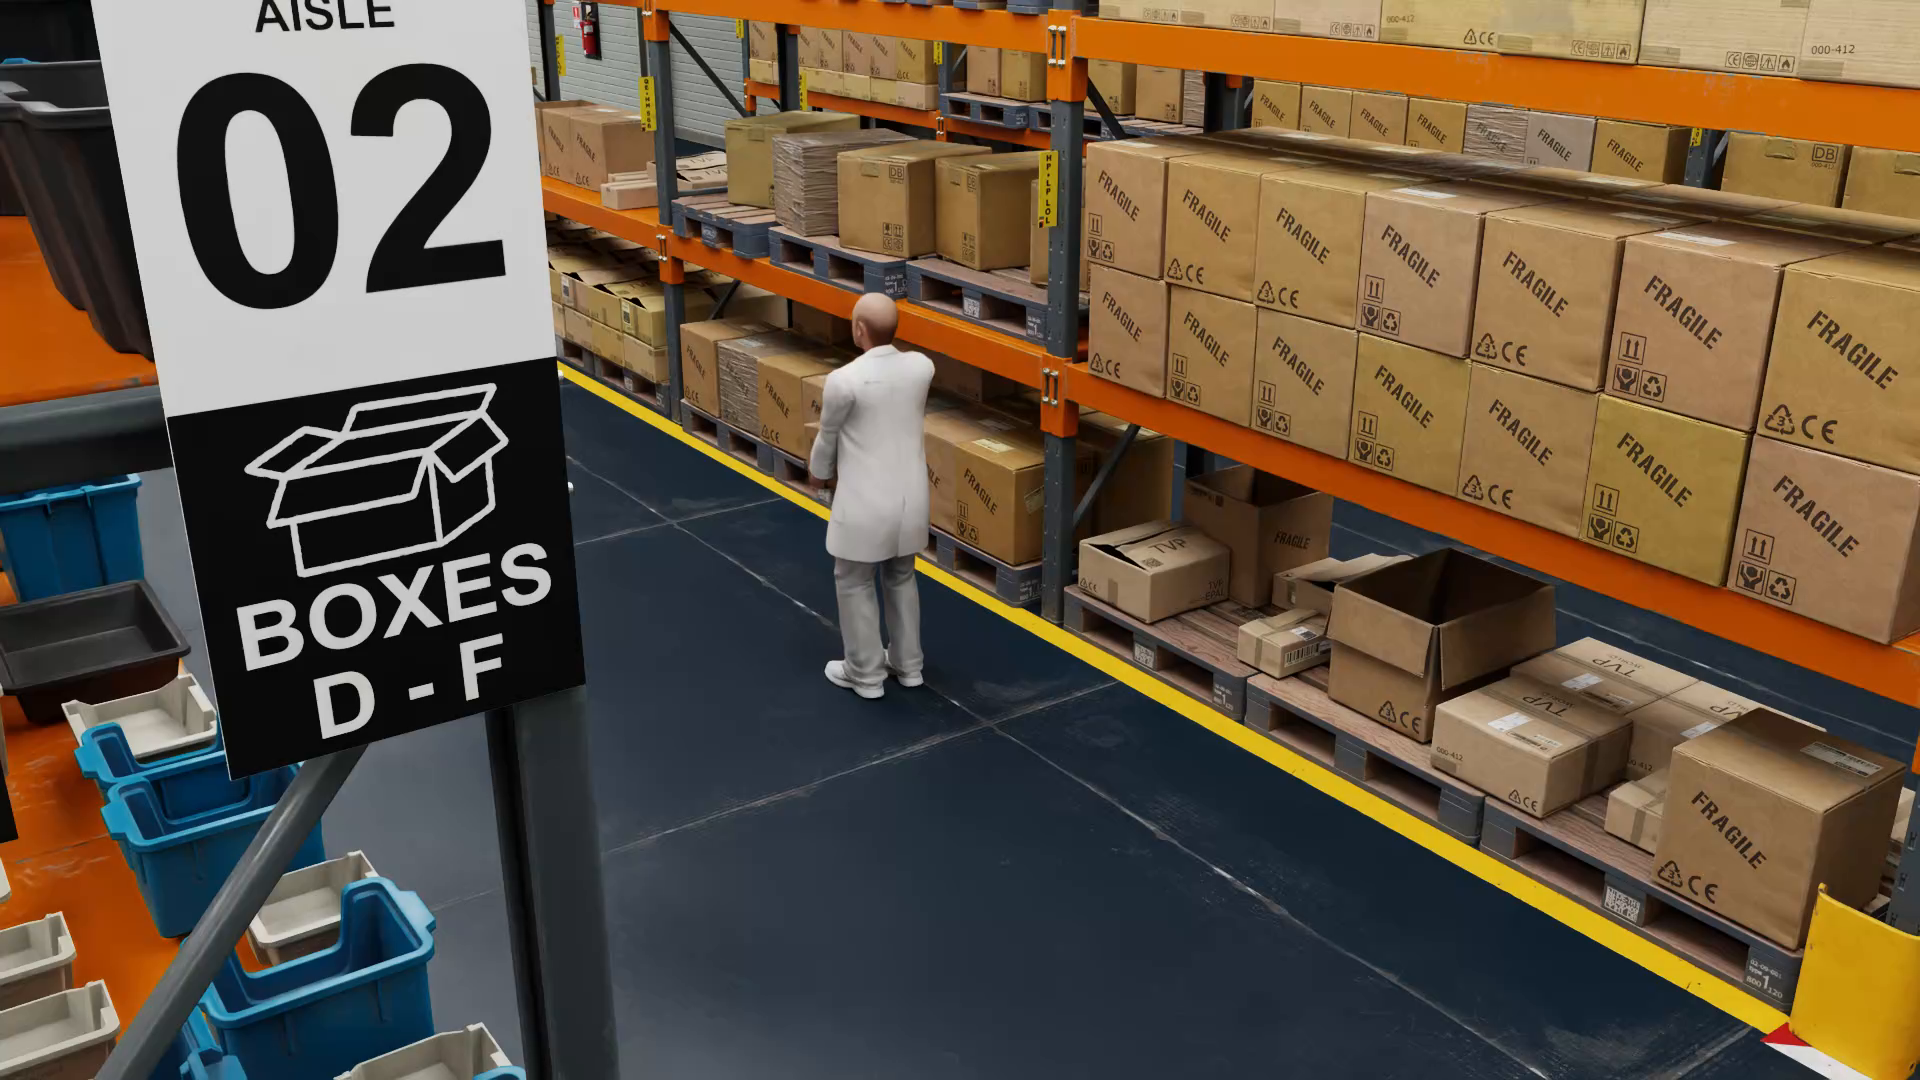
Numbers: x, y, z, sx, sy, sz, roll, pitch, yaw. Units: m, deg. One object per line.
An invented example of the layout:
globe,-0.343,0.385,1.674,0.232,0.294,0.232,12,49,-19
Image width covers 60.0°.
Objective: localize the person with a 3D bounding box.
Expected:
person,-0.400,-0.205,7.140,0.523,1.780,0.558,-15,26,-34
